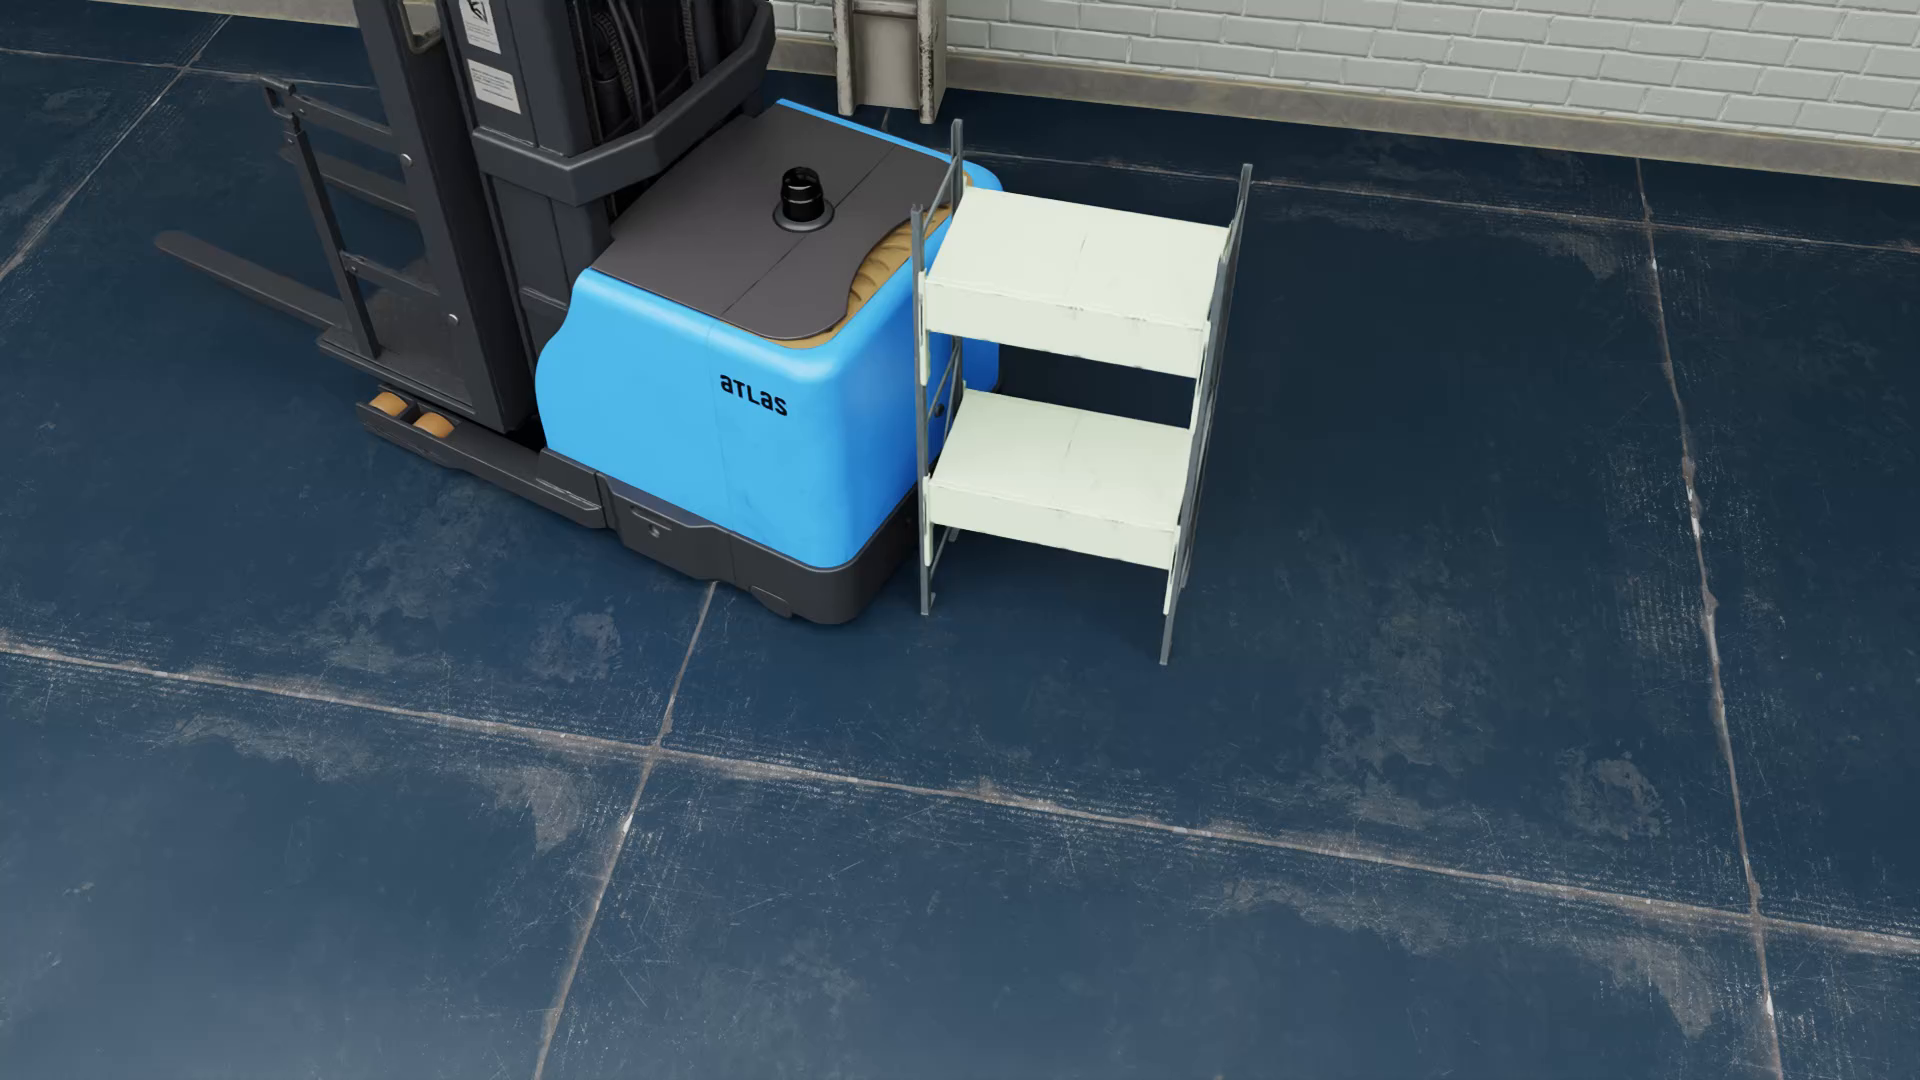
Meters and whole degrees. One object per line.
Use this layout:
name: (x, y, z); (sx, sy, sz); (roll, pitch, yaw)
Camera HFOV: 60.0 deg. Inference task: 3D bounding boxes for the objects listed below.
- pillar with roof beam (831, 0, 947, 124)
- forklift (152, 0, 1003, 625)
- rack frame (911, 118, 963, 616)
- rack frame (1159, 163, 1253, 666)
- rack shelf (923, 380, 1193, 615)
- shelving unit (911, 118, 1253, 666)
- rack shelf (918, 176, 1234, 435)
pillar with roof beam: (-1.042, -1.689, 0.718); (0.400, 9.000, 9.100); (8, 49, 7)
forklift: (-1.397, -1.551, 4.673); (3.031, 2.935, 1.130); (23, 52, 19)
rack frame: (-0.055, -0.415, 4.615); (0.023, 1.500, 0.400); (11, 49, 10)
rack frame: (0.652, -0.274, 4.488); (0.023, 1.500, 0.400); (11, 49, 10)
rack shelf: (0.299, -0.127, 4.794); (0.720, 0.370, 0.431); (11, 49, 10)
shelving unit: (0.299, -0.345, 4.551); (0.755, 1.500, 0.431); (11, 49, 10)
rack shelf: (0.299, -0.606, 4.261); (0.720, 0.370, 0.431); (11, 49, 10)
